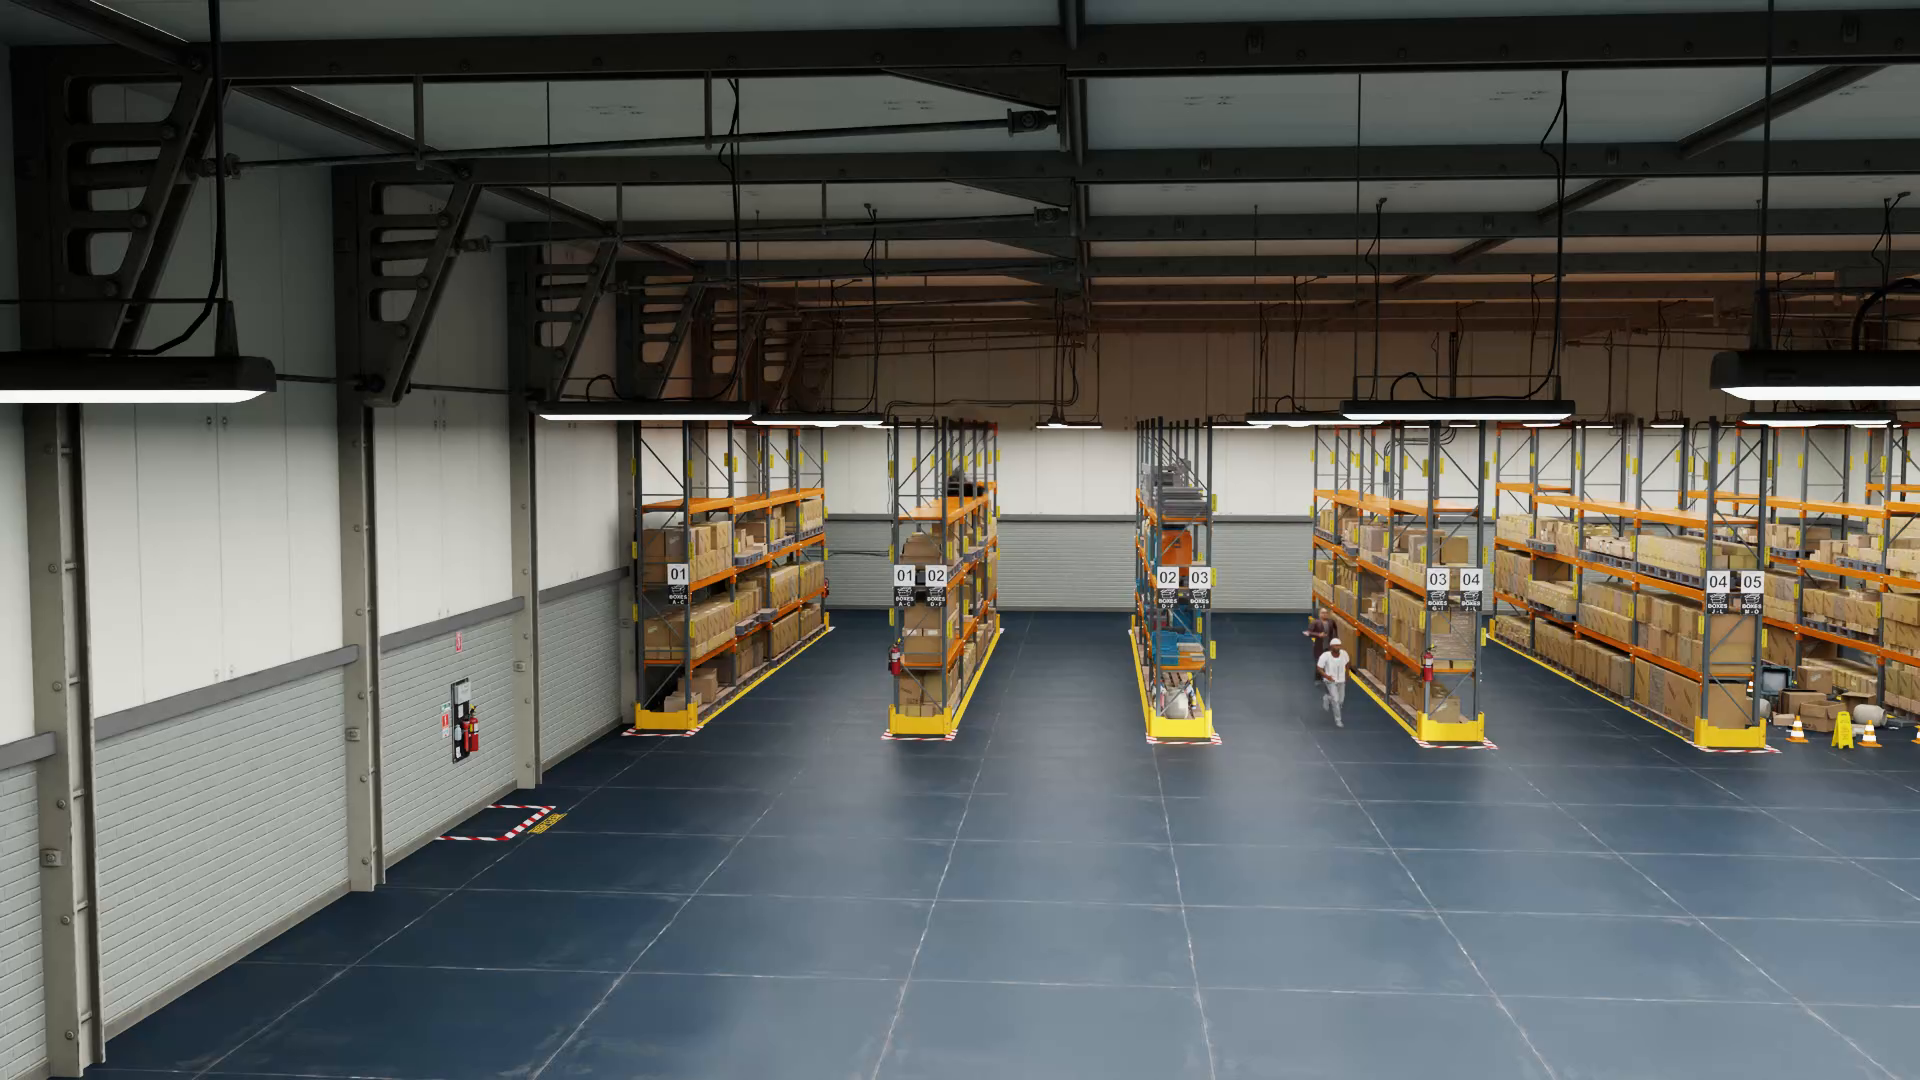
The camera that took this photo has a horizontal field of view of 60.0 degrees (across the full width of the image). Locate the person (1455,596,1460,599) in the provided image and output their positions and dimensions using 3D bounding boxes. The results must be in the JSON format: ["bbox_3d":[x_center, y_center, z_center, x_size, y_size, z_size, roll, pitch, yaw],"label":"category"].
[{"bbox_3d":[13.423,1.994,44.394,0.555,1.722,0.775,1,4,14],"label":"person"}]

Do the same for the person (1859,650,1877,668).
[{"bbox_3d":[21.055,2.350,38.366,0.706,1.726,0.627,0,4,0],"label":"person"}]

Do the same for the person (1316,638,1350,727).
[{"bbox_3d":[7.291,2.762,32.547,0.729,1.727,0.730,-1,4,-17],"label":"person"}]

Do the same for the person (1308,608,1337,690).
[{"bbox_3d":[8.061,2.431,36.907,0.708,1.857,0.838,0,4,1],"label":"person"}]
